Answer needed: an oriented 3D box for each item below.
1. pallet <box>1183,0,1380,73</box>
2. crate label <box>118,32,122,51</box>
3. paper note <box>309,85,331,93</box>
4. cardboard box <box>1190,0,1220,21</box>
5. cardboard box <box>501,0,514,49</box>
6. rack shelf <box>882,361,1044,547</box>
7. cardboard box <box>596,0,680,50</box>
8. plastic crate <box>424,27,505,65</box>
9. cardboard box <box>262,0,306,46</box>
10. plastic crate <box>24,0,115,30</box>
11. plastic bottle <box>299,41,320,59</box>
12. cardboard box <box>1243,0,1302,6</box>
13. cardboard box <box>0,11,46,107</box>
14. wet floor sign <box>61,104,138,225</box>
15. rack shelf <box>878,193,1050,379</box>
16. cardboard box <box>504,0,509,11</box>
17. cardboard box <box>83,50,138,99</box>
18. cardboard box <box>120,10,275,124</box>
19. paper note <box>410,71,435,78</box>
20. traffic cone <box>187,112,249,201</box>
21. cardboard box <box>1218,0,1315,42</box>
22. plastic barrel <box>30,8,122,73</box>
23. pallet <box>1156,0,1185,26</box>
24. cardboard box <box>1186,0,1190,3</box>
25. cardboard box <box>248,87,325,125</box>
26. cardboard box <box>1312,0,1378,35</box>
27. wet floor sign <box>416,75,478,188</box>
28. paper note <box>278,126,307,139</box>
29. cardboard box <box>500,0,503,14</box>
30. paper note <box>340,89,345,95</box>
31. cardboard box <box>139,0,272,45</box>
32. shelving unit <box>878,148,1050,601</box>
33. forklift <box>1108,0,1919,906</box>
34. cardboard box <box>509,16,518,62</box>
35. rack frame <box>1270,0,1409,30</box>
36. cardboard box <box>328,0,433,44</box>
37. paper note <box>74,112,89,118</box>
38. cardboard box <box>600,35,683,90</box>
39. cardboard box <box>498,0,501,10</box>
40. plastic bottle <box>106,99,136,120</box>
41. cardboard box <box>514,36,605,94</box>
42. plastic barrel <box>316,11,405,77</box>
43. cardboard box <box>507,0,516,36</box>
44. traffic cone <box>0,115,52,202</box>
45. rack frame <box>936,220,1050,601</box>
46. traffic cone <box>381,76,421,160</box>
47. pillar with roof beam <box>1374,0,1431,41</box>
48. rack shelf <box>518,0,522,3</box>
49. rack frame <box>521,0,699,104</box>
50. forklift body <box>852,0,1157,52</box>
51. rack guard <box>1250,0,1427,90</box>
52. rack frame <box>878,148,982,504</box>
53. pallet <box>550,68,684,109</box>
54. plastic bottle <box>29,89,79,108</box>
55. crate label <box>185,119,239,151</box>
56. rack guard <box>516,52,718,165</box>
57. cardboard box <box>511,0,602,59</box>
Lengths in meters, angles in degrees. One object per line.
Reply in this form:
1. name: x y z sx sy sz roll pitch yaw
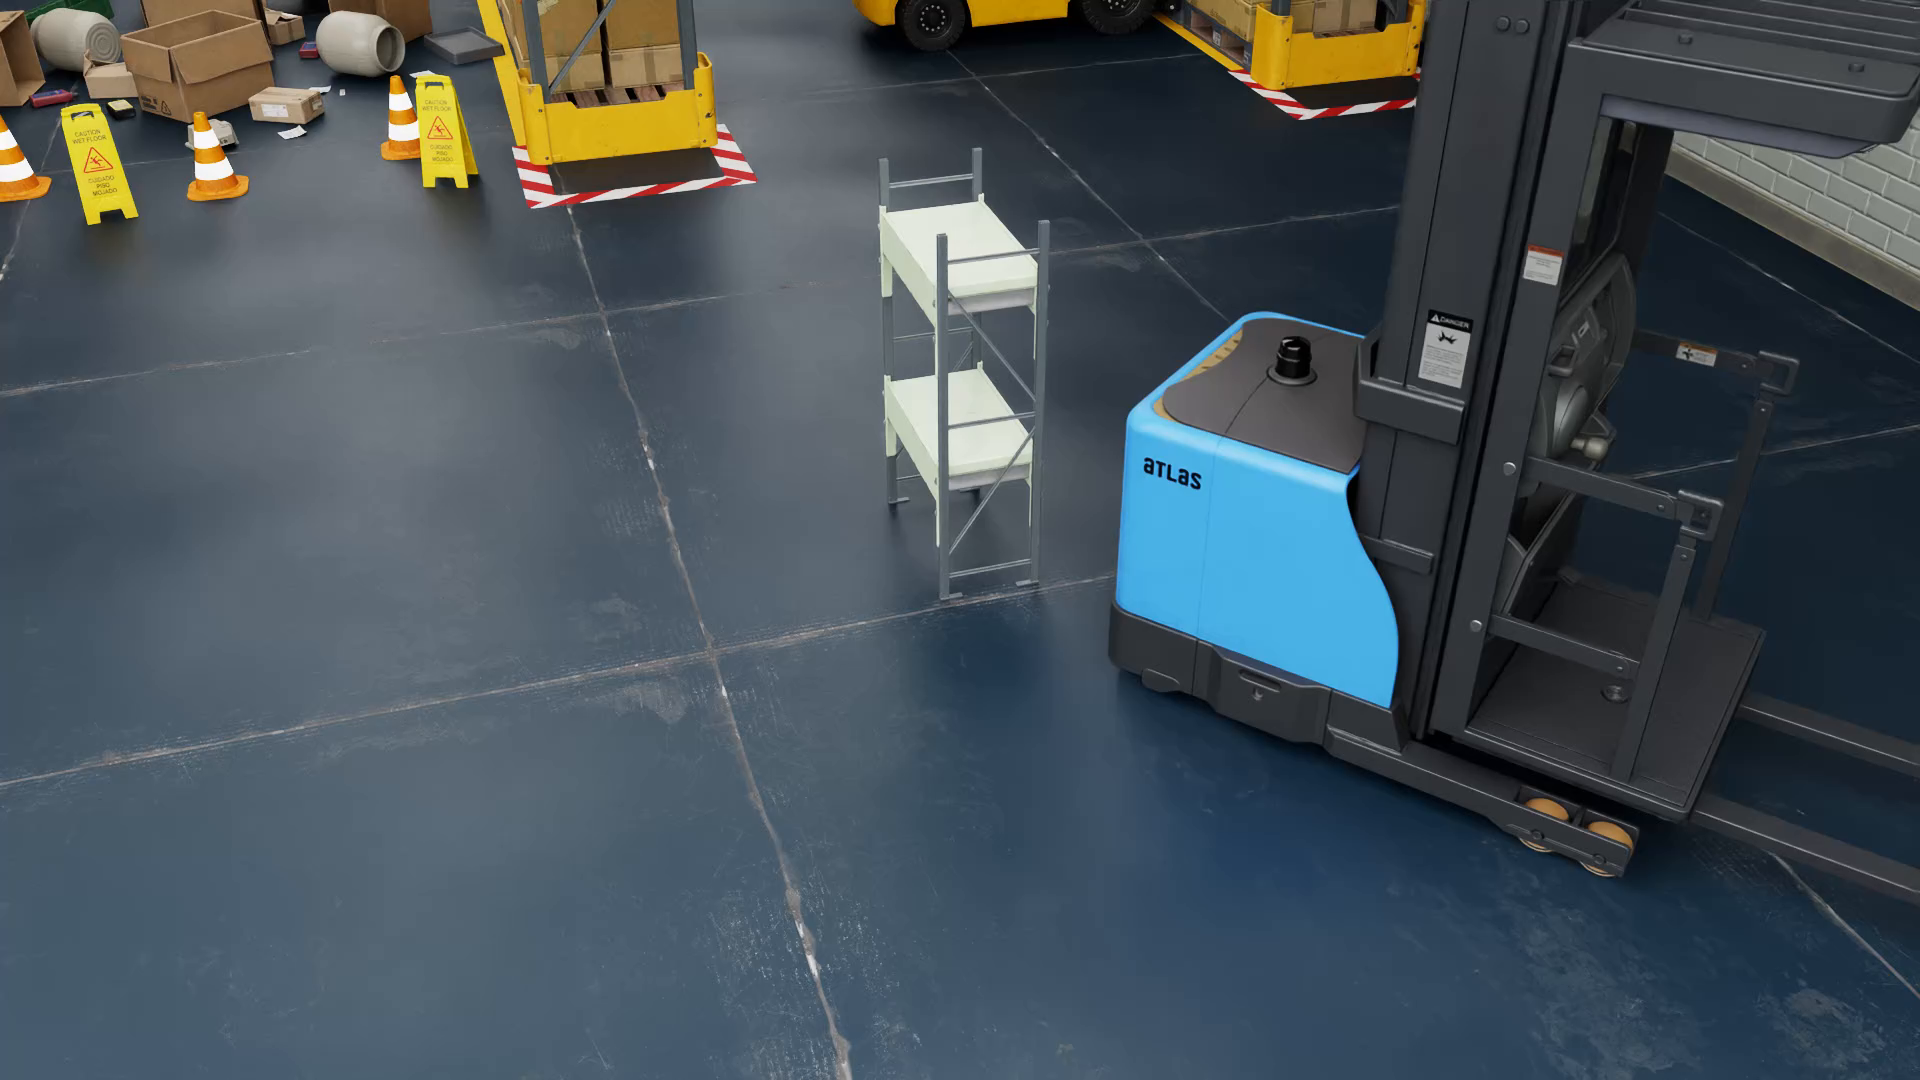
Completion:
1. pallet: 2.346 -3.768 12.260 1.003 0.211 1.213 -10 35 -15
2. crate label: -6.280 -3.639 12.132 0.250 0.136 0.298 19 38 26
3. paper note: -4.407 -3.089 11.408 0.148 0.019 0.142 1 33 2
4. cardboard box: 2.032 -4.021 12.227 0.500 0.250 0.500 -10 35 -15
5. cardboard box: -2.925 -3.654 11.672 0.500 0.250 0.500 -11 35 -16
6. rack shelf: 0.002 -0.350 6.511 0.431 0.370 0.720 -10 35 -15
7. cardboard box: -2.097 -3.523 10.794 0.500 0.500 0.500 -11 35 -16
8. plastic crate: -3.629 -3.620 12.155 0.402 0.080 0.583 -23 40 -31
9. cardboard box: -5.122 -3.871 12.367 0.396 0.266 0.258 19 38 26
10. plastic crate: -6.710 -3.894 12.421 0.450 0.188 0.662 -2 32 16
11. plastic bottle: -4.719 -3.581 12.114 0.133 0.061 0.283 -4 34 -6
12. cardboard box: 2.173 -3.976 11.706 0.500 0.250 0.500 -10 35 -15
13. cardboard box: -6.559 -3.230 11.183 0.500 0.500 0.500 -4 34 -6
14. wet floor sign: -4.896 -2.150 9.418 0.267 0.644 0.232 -16 37 -23
15. rack shelf: 0.002 -0.948 6.116 0.431 0.370 0.720 -10 35 -15
16. cardboard box: -2.909 -3.957 11.451 0.500 0.500 0.500 -11 35 -16
17. cardboard box: -5.732 -3.181 11.323 0.396 0.266 0.258 -4 34 -6
18. cardboard box: -5.054 -3.155 11.068 0.637 0.503 0.797 19 38 26
19. paper note: -3.770 -3.274 11.676 0.142 0.019 0.148 -23 40 -31
20. traffic cone: -4.420 -2.285 9.789 0.336 0.463 0.334 -10 35 -15
21. cardboard box: 2.175 -3.758 11.830 0.500 0.250 0.500 -10 35 -14
22. plastic barrel: -6.203 -3.502 11.666 0.512 0.421 0.421 13 36 18
23. pallet: 1.978 -4.407 13.228 1.003 0.211 1.213 -10 35 -15
24. cardboard box: 1.888 -4.285 12.627 0.500 0.250 0.500 -10 35 -14
25. cardboard box: -4.430 -2.859 10.941 0.380 0.149 0.250 7 34 10
26. cardboard box: 2.656 -3.855 11.977 0.500 0.250 0.500 -10 35 -15
27. wet floor sign: -3.068 -2.438 9.854 0.267 0.644 0.232 1 33 2
28. paper note: -4.291 -2.623 10.691 0.148 0.019 0.142 -23 40 -31
29. cardboard box: -3.066 -3.916 12.069 0.500 0.250 0.500 -10 35 -15
30. paper note: -4.225 -3.063 11.376 0.032 0.001 0.123 -10 35 -15
31. cardboard box: -5.347 -3.701 11.771 0.797 0.637 0.503 -10 35 -15
32. shelving unit: 0.002 -0.622 6.331 0.431 1.500 0.755 -10 35 -15
33. forklift: 2.043 -0.514 4.870 3.031 2.935 1.130 20 38 28
34. cardboard box: -2.760 -3.380 11.258 0.500 0.250 0.500 -10 35 -15
35. rack frame: 2.619 -4.537 10.895 1.000 3.000 0.127 -10 35 -15
36. cardboard box: -4.296 -3.967 12.297 0.500 0.500 0.500 13 36 18
37. paper note: -5.809 -2.806 10.988 0.032 0.001 0.123 7 34 10
38. cardboard box: -2.089 -3.198 10.982 0.500 0.250 0.500 -10 35 -15
39. cardboard box: -3.230 -4.195 12.490 0.500 0.250 0.500 -8 34 -12
40. plastic bottle: -5.577 -2.865 11.030 0.133 0.061 0.283 -23 40 -31
41. cardboard box: -2.617 -3.120 10.864 0.500 0.250 0.500 -10 35 -15
42. plastic barrel: -4.179 -3.455 11.595 0.512 0.421 0.421 13 36 18
43. cardboard box: -2.762 -3.691 11.048 0.500 0.500 0.500 -9 34 -13
44. traffic cone: -5.600 -2.274 9.771 0.336 0.463 0.334 -10 35 -15
45. rack frame: 0.114 -0.430 6.040 0.400 1.500 0.023 -10 35 -15
46. traffic cone: -3.466 -2.650 10.341 0.336 0.463 0.334 -10 35 -15
47. pillar with roof beam: -0.835 -6.833 8.928 9.100 9.000 0.400 -10 35 -15
48. rack shelf: -2.717 -4.450 11.416 1.077 0.370 4.000 -10 35 -15
49. rack frame: -2.107 -3.700 9.628 1.000 3.000 0.127 -10 35 -15
50. forklift body: 0.303 -4.871 12.171 2.313 2.155 1.214 -10 35 -15
51. rack guard: 2.627 -3.481 11.565 1.175 0.500 0.348 -10 35 -15
52. rack frame: -0.110 -0.814 6.622 0.400 1.500 0.023 -10 35 -15
53. pallet: -2.344 -3.009 11.112 1.003 0.211 1.213 -10 35 -15
54. plastic bottle: -6.106 -2.983 11.208 0.283 0.061 0.133 -23 40 -31
55. crate label: -4.719 -2.552 10.487 0.298 0.136 0.250 27 42 34
56. rack guard: -2.130 -2.697 10.378 1.175 0.500 0.348 -10 35 -15
57. cardboard box: -2.599 -3.418 10.634 0.500 0.500 0.500 -10 35 -14
